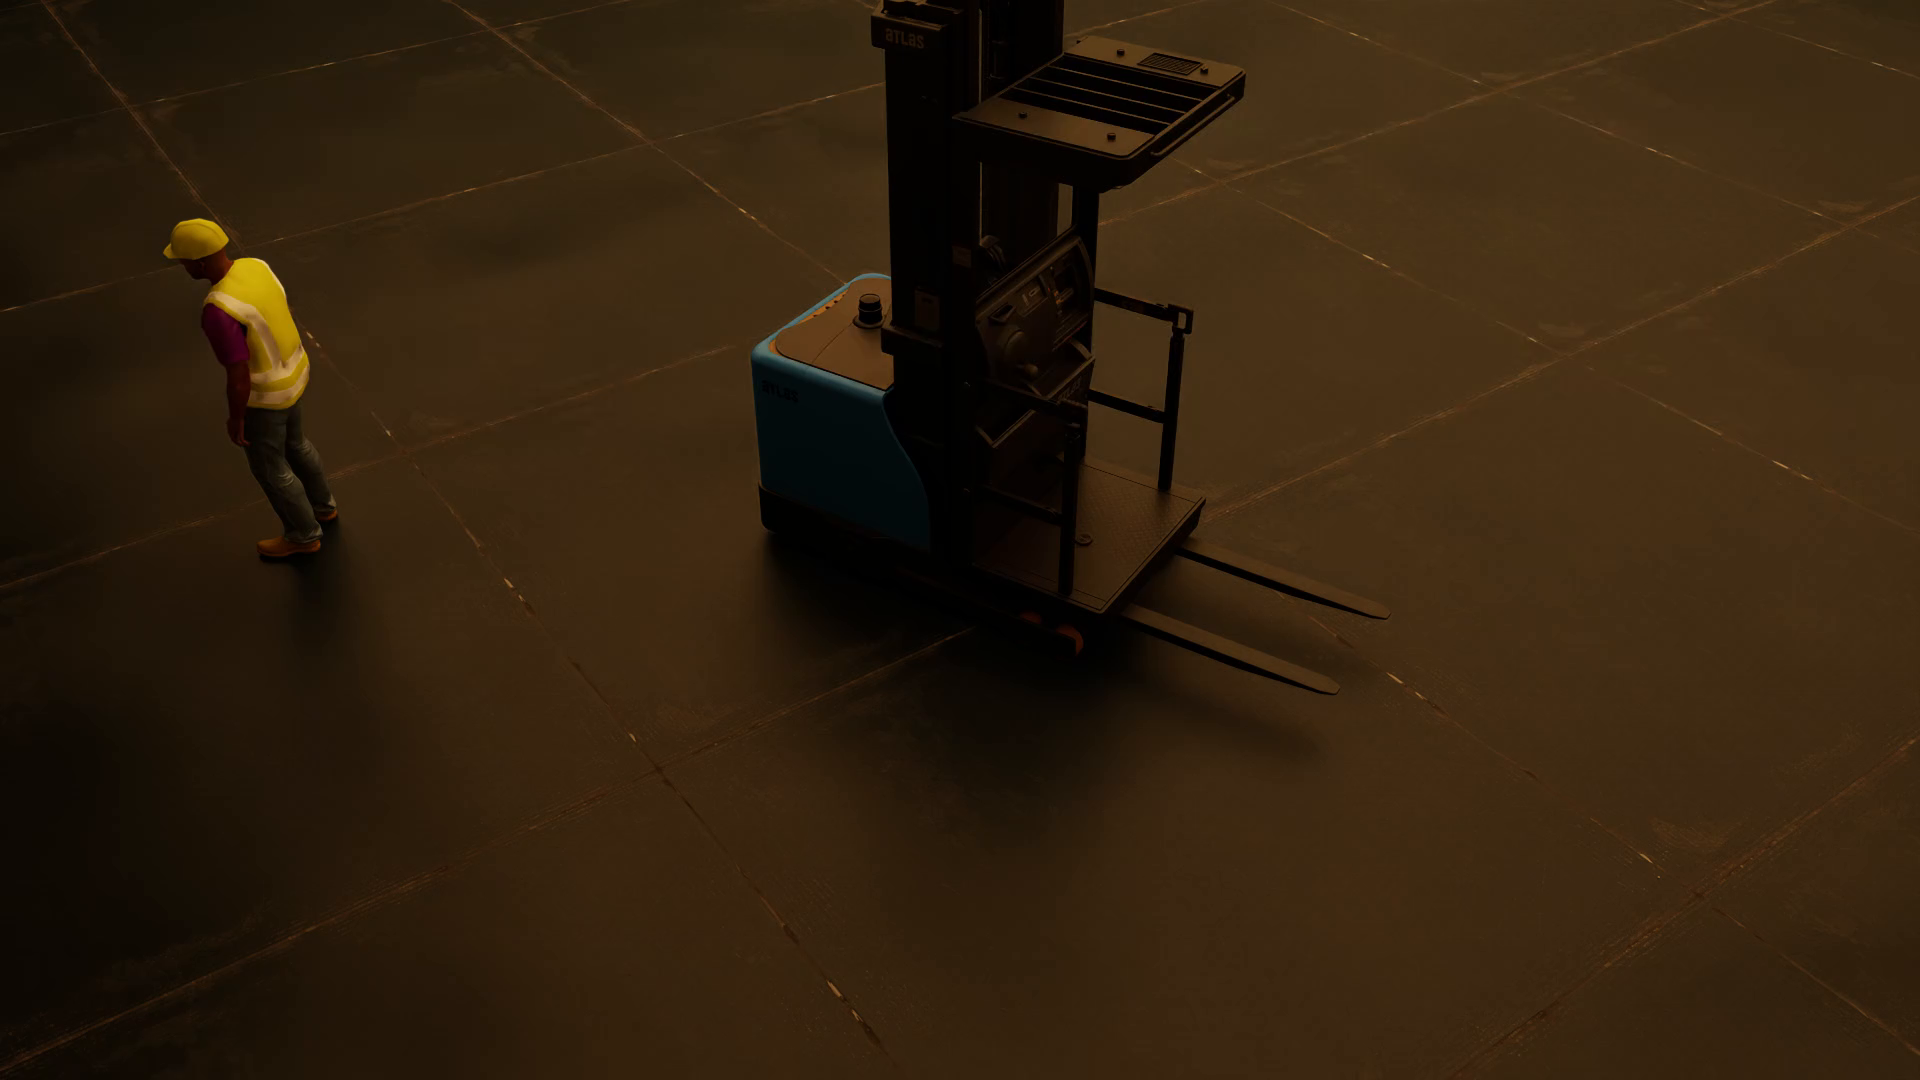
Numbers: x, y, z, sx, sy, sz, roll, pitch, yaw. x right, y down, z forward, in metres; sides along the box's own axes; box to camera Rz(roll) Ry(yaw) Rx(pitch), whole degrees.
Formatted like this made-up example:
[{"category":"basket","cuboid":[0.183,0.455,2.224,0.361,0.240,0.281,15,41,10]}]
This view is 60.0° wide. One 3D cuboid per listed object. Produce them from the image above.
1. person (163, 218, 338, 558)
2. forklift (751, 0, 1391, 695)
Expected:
[{"category":"person","cuboid":[-3.339,-0.727,7.916,0.463,1.760,0.631,1,36,1]},{"category":"forklift","cuboid":[0.514,-0.985,7.276,3.031,2.935,1.130,21,41,26]}]
